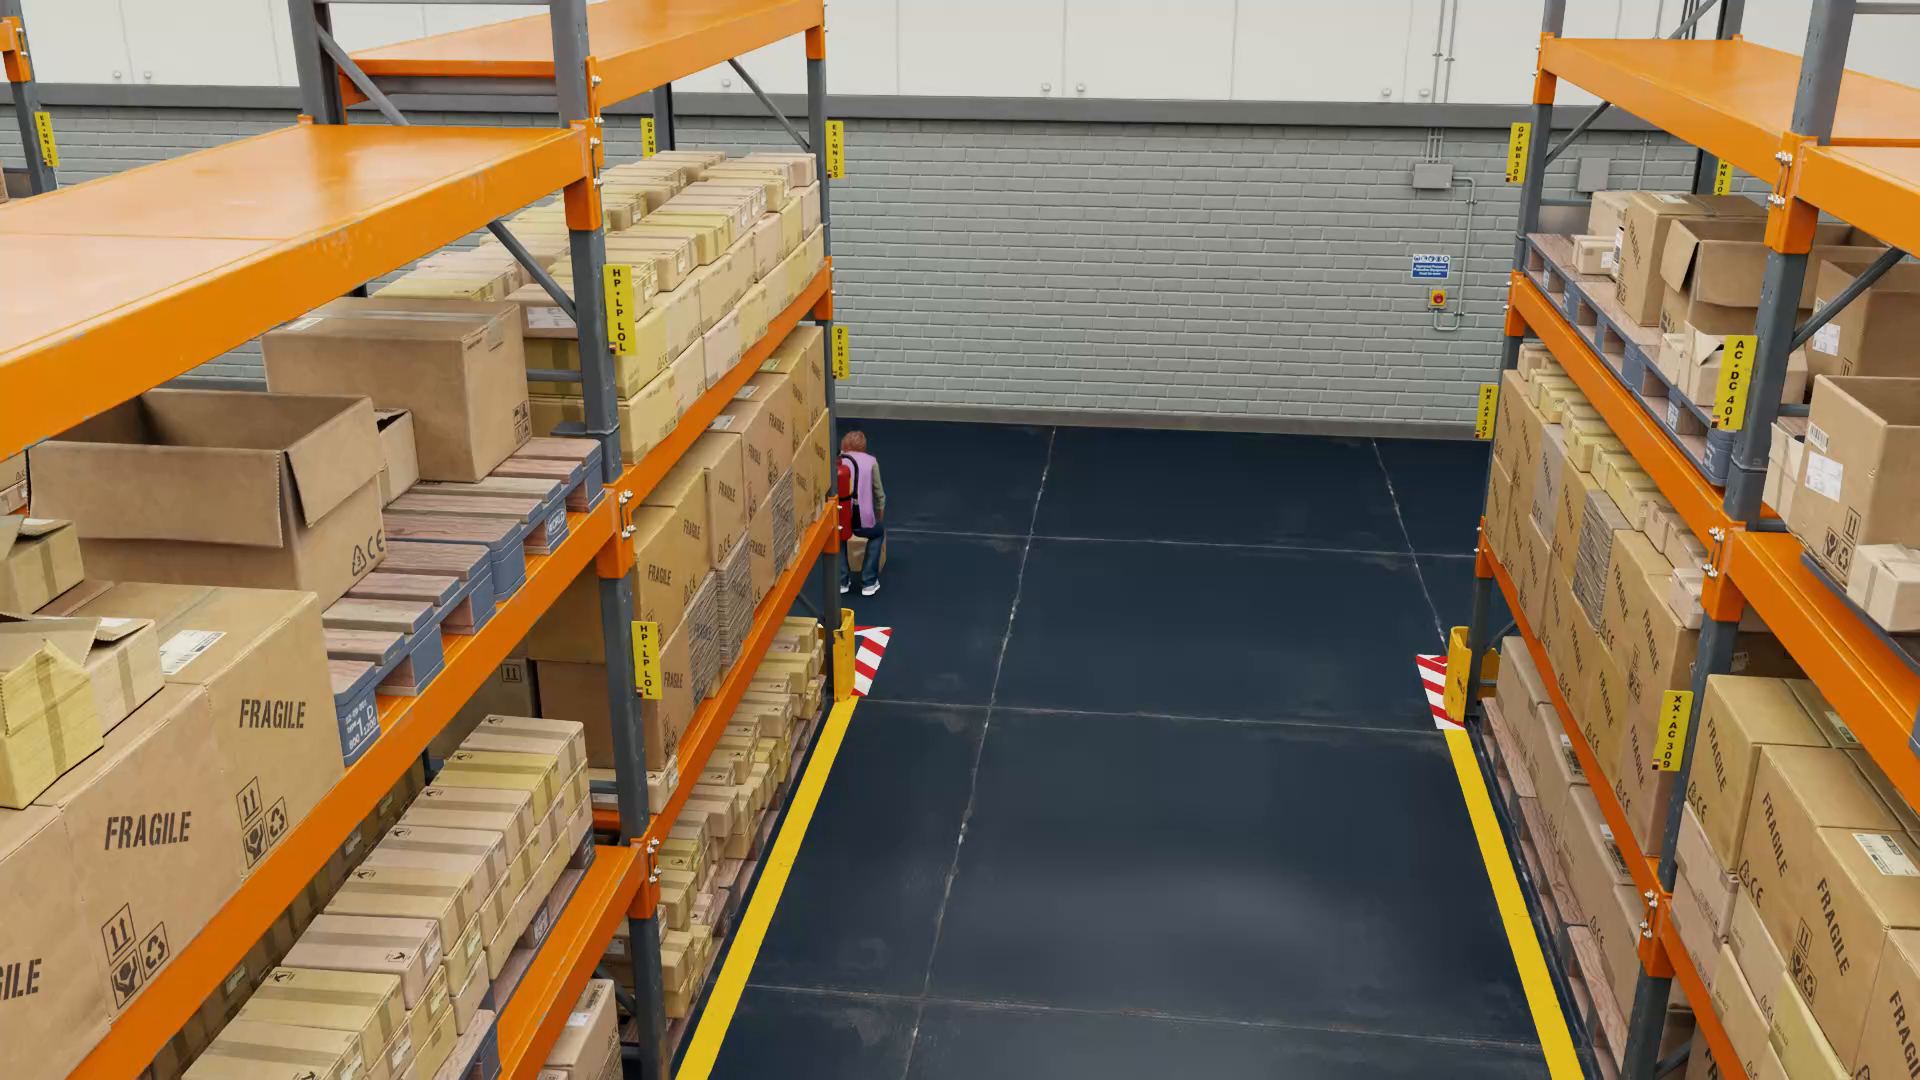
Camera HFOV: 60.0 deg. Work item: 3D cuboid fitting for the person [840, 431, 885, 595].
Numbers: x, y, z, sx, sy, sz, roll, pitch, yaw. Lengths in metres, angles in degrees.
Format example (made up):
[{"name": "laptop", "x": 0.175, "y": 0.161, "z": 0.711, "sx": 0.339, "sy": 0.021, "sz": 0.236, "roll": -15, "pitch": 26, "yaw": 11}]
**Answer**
[{"name": "person", "x": -0.794, "y": -0.171, "z": 12.196, "sx": 0.462, "sy": 1.115, "sz": 0.736, "roll": 3, "pitch": 22, "yaw": 6}]
